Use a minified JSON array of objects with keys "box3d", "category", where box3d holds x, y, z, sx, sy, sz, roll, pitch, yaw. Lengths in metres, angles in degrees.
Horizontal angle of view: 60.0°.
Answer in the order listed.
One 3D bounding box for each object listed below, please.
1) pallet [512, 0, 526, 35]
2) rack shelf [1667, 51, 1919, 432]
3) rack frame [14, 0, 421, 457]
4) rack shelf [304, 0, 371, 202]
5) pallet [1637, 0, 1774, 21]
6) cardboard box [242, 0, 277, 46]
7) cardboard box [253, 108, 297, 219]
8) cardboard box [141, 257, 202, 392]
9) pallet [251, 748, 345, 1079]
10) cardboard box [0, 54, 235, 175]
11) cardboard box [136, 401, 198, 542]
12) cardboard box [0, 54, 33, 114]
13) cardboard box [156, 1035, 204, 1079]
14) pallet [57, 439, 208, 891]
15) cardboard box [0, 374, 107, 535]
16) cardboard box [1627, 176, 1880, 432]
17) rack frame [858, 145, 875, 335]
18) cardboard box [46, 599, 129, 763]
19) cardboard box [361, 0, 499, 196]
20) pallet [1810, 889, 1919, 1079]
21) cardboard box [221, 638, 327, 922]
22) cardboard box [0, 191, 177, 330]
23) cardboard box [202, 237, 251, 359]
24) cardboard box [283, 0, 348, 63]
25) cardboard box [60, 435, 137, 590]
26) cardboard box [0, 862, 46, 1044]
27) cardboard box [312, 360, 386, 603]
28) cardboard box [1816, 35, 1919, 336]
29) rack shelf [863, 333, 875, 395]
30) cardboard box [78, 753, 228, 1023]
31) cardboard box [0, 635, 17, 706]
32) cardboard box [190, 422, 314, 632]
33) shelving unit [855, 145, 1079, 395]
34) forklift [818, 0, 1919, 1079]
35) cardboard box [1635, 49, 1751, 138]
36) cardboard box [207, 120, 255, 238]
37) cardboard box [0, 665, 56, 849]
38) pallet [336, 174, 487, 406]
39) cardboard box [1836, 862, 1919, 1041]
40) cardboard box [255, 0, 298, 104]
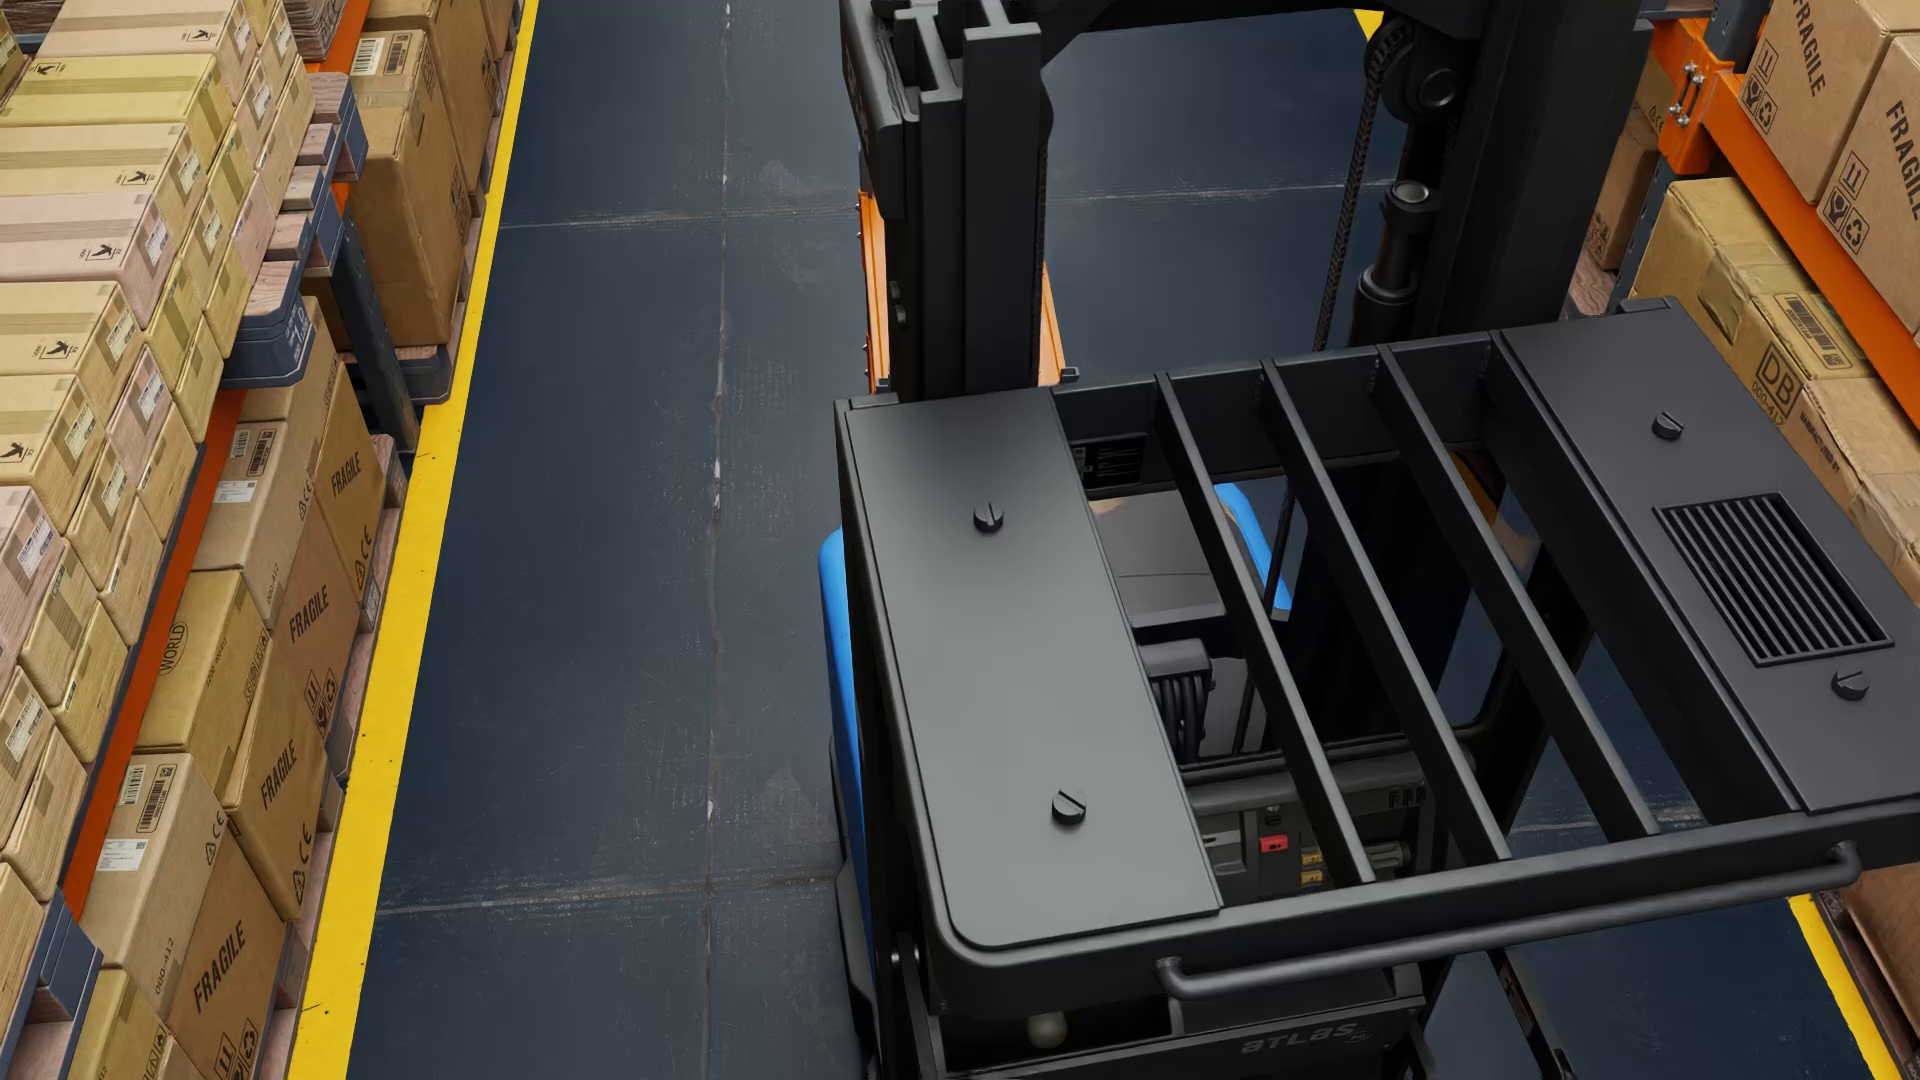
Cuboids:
[{"box3d":[-2.504,-2.708,7.669,1.003,0.211,1.213,-3,47,-3],"category":"pallet"},{"box3d":[2.810,0.140,3.547,1.077,0.370,4.000,-3,47,-3],"category":"rack shelf"},{"box3d":[-2.308,-1.326,4.440,1.000,3.000,0.127,-3,47,-3],"category":"rack frame"},{"box3d":[-2.476,-2.526,6.072,1.077,0.370,4.000,-3,47,-3],"category":"rack shelf"},{"box3d":[2.477,-1.998,5.208,1.213,0.211,1.003,-3,47,-3],"category":"pallet"},{"box3d":[-1.811,-1.262,3.853,0.380,0.149,0.250,-5,47,-5],"category":"cardboard box"},{"box3d":[-1.790,-0.875,3.897,0.380,0.149,0.250,-4,47,-3],"category":"cardboard box"},{"box3d":[-1.726,-0.412,3.253,0.380,0.149,0.250,-4,47,-4],"category":"cardboard box"},{"box3d":[-2.145,1.079,4.083,1.003,0.211,1.213,-3,47,-3],"category":"pallet"},{"box3d":[-1.770,-0.891,3.502,0.380,0.149,0.250,-2,47,-2],"category":"cardboard box"},{"box3d":[-1.707,-0.127,3.188,0.380,0.149,0.250,-2,47,-2],"category":"cardboard box"},{"box3d":[-2.472,-1.048,4.060,0.380,0.149,0.250,-4,47,-4],"category":"cardboard box"},{"box3d":[-1.817,1.350,3.338,0.500,0.500,0.500,-2,47,-1],"category":"cardboard box"},{"box3d":[-2.102,0.170,3.156,1.003,0.211,1.213,-3,47,-3],"category":"pallet"},{"box3d":[-1.684,-0.138,2.789,0.380,0.149,0.250,-2,47,-2],"category":"cardboard box"},{"box3d":[2.680,-0.468,4.801,1.225,0.875,0.875,-5,47,-5],"category":"cardboard box"},{"box3d":[-0.042,-0.750,5.185,0.500,1.125,0.032,-3,47,-3],"category":"rack frame"},{"box3d":[-1.663,0.253,2.829,0.380,0.149,0.250,-4,47,-4],"category":"cardboard box"},{"box3d":[-2.346,-1.775,6.126,1.050,0.750,0.750,-3,47,-3],"category":"cardboard box"},{"box3d":[2.733,0.860,4.290,1.003,0.211,1.213,-3,47,-3],"category":"pallet"},{"box3d":[-1.893,0.607,4.042,0.500,0.500,0.500,-5,47,-5],"category":"cardboard box"},{"box3d":[-1.729,-0.523,3.153,0.380,0.149,0.250,-3,47,-3],"category":"cardboard box"},{"box3d":[-1.751,-0.509,3.550,0.380,0.149,0.250,-4,47,-4],"category":"cardboard box"},{"box3d":[-2.077,-1.702,4.727,0.500,0.500,0.500,-3,47,-3],"category":"cardboard box"},{"box3d":[-1.681,-0.037,2.898,0.380,0.149,0.250,-4,47,-4],"category":"cardboard box"},{"box3d":[-1.614,0.634,2.467,0.380,0.149,0.250,-3,47,-3],"category":"cardboard box"},{"box3d":[-1.993,-0.151,4.759,0.500,0.500,0.500,-4,47,-3],"category":"cardboard box"},{"box3d":[2.458,-0.848,3.918,0.500,0.500,0.500,-5,47,-4],"category":"cardboard box"},{"box3d":[0.001,-0.214,5.014,0.538,0.278,1.000,-3,47,-3],"category":"rack shelf"},{"box3d":[-1.857,0.720,3.418,0.500,0.250,0.500,-2,47,-2],"category":"cardboard box"},{"box3d":[-1.637,0.239,2.431,0.380,0.149,0.250,-4,47,-4],"category":"cardboard box"},{"box3d":[-1.937,-0.025,4.124,0.500,0.250,0.500,-3,47,-3],"category":"cardboard box"},{"box3d":[0.001,-0.382,4.837,0.538,1.125,1.048,-3,47,-3],"category":"shelving unit"},{"box3d":[0.437,0.684,2.583,1.130,2.935,3.031,-8,47,-7],"category":"forklift"},{"box3d":[2.557,-1.587,5.589,0.500,0.250,0.500,-2,47,-2],"category":"cardboard box"},{"box3d":[-1.765,-0.773,3.595,0.380,0.149,0.250,-2,47,-2],"category":"cardboard box"},{"box3d":[-1.641,0.337,2.543,0.380,0.149,0.250,-2,47,-2],"category":"cardboard box"},{"box3d":[-2.299,-0.942,5.997,1.003,0.211,1.213,-3,47,-3],"category":"pallet"},{"box3d":[2.828,0.818,3.584,1.225,0.875,0.875,-5,47,-5],"category":"cardboard box"},{"box3d":[-1.813,-1.157,3.958,0.380,0.149,0.250,-3,47,-2],"category":"cardboard box"}]
